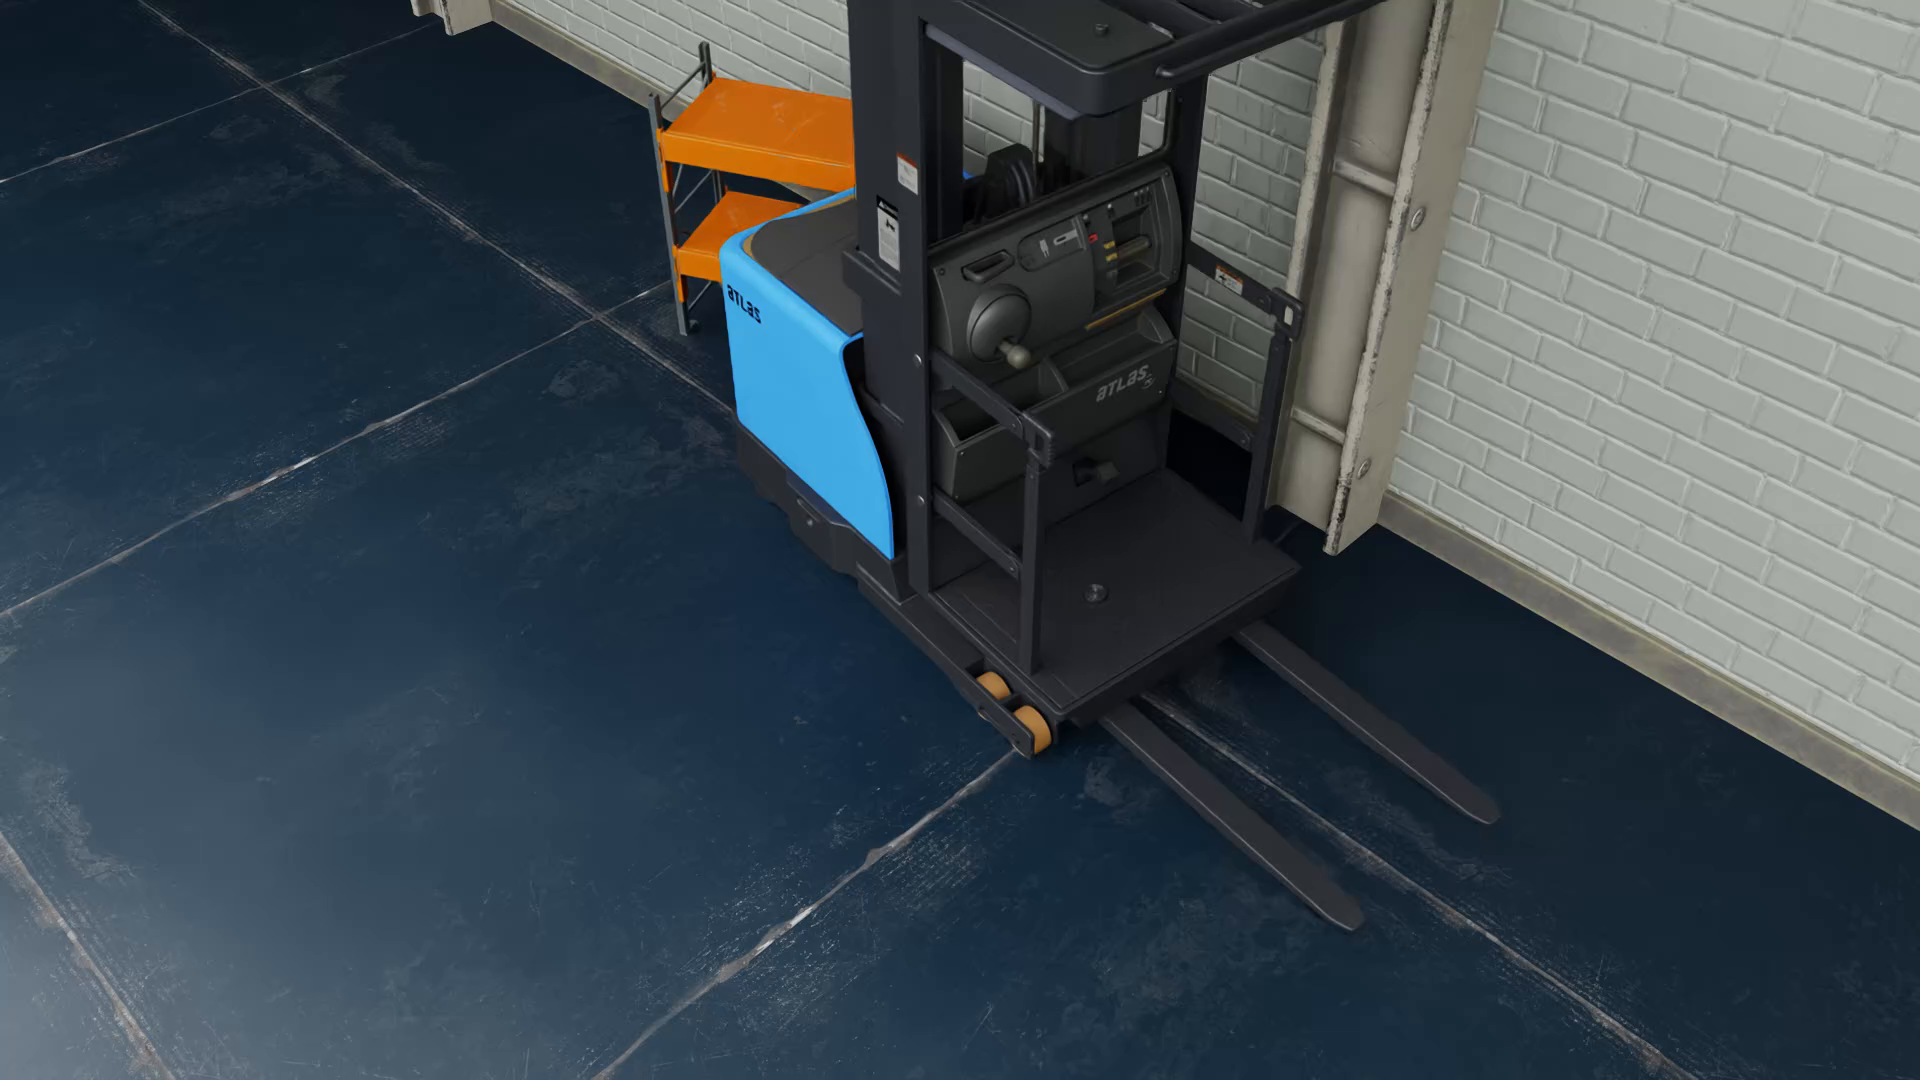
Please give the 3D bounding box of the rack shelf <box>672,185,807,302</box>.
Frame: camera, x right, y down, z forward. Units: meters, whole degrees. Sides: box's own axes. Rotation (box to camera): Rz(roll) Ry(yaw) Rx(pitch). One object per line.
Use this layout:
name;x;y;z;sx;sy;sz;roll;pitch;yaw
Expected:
rack shelf;-0.639;-1.173;7.050;1.000;0.278;0.538;13;44;14

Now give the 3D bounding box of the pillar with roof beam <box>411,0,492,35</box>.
pillar with roof beam;-5.926;-4.231;4.198;9.100;9.000;0.400;-34;53;-31

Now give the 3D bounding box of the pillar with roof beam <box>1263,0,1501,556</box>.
pillar with roof beam;-1.689;-1.348;1.078;9.100;9.000;0.400;-34;53;-31

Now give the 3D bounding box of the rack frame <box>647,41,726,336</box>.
rack frame;-1.120;-1.464;7.005;0.032;1.125;0.500;13;44;14

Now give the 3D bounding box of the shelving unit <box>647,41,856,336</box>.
shelving unit;-0.639;-1.352;6.884;1.048;1.125;0.538;13;44;14

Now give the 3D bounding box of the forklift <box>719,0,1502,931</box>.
forklift;0.443;-0.750;4.902;1.130;2.935;3.031;-28;50;-27

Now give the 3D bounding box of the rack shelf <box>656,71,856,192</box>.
rack shelf;-0.639;-1.567;6.686;1.000;0.278;0.538;13;44;14
